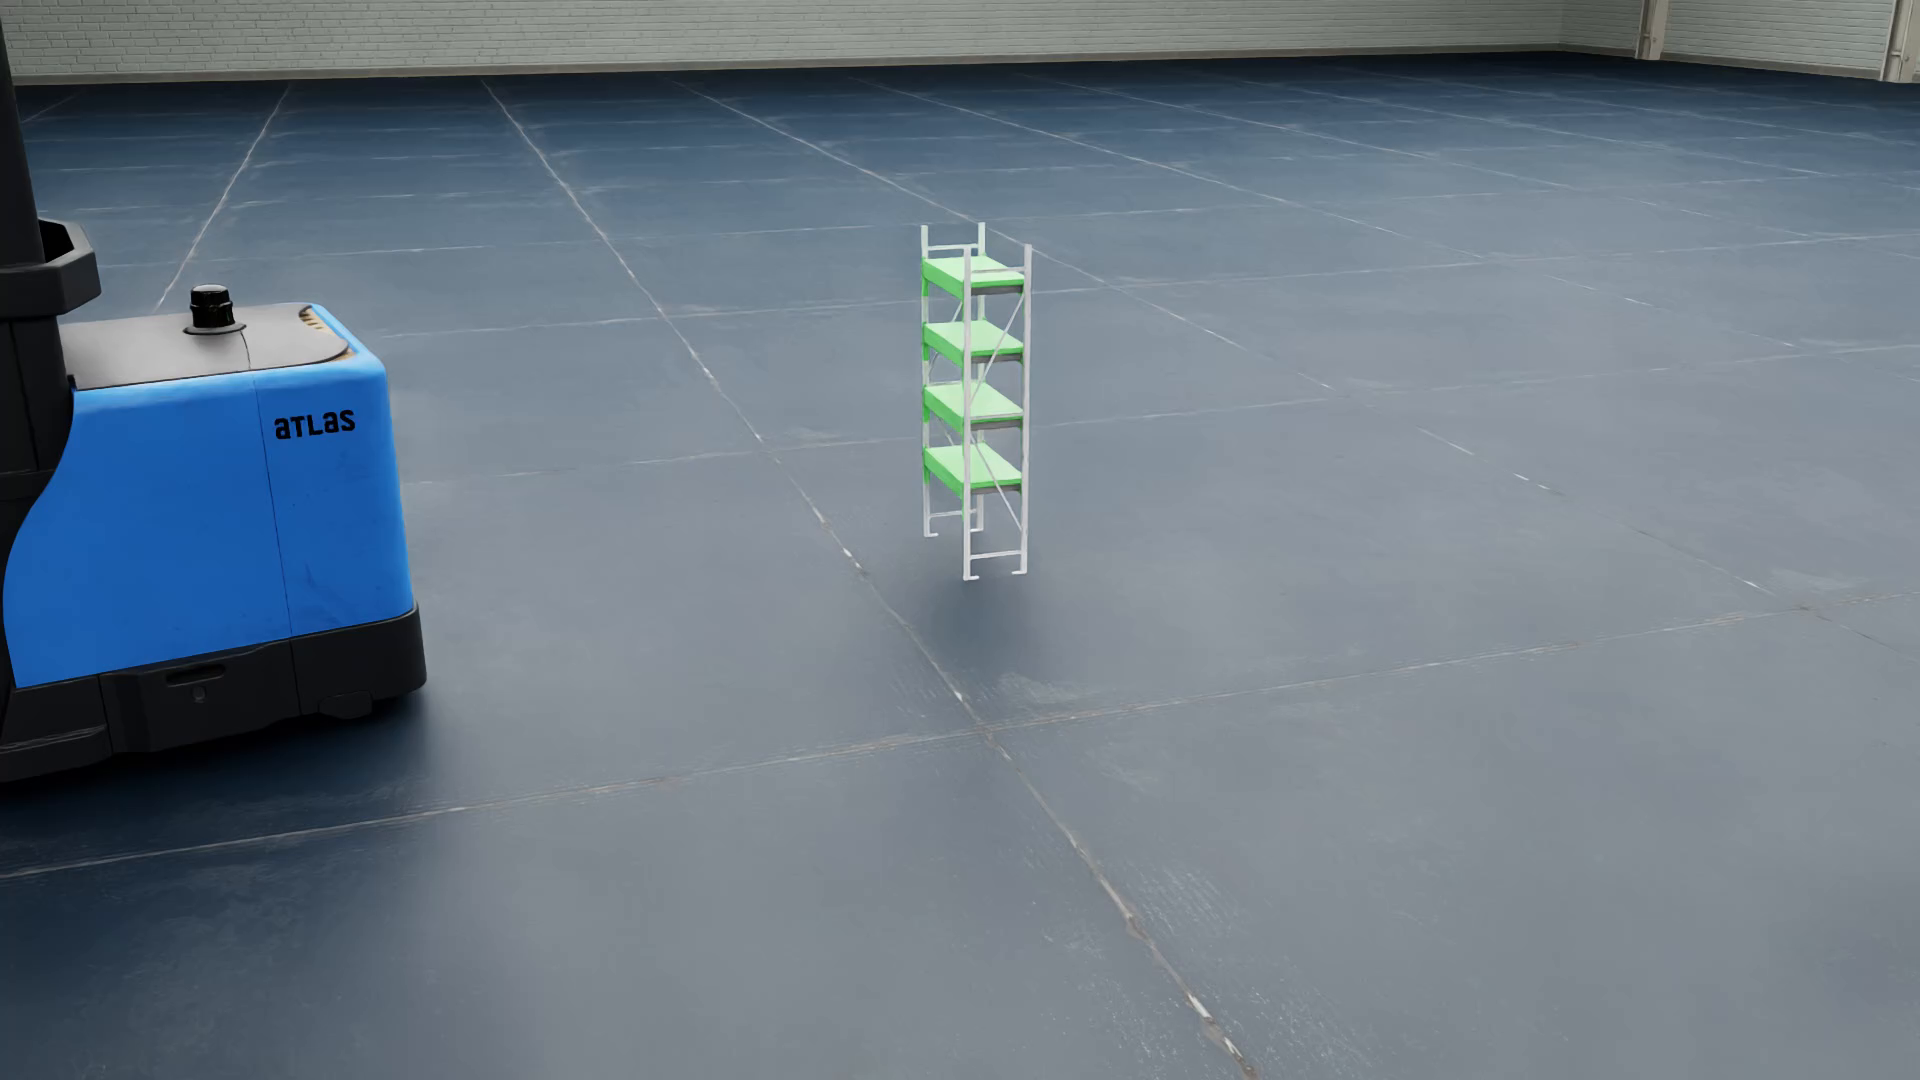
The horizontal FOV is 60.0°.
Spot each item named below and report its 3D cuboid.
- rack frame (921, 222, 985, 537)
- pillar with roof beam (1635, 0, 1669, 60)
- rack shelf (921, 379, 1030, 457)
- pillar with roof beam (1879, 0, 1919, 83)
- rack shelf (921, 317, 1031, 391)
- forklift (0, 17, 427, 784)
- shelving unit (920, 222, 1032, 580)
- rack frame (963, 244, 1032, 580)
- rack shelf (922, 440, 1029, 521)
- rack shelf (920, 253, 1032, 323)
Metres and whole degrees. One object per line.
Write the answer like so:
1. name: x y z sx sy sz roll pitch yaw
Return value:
1. rack frame: -0.025 -0.590 6.284 0.240 1.200 0.015 -6 21 -17
2. pillar with roof beam: 9.507 -13.279 30.074 9.100 9.000 0.400 -6 21 -17
3. rack shelf: 0.052 -0.451 6.087 0.258 0.148 0.480 -6 21 -17
4. pillar with roof beam: 11.392 -11.354 24.714 9.100 9.000 0.400 -6 21 -17
5. rack shelf: 0.052 -0.677 6.006 0.258 0.148 0.480 -6 21 -17
6. forklift: -3.144 -0.766 4.213 3.031 2.935 1.130 -11 23 -28
7. shelving unit: 0.052 -0.512 6.066 0.258 1.200 0.503 -6 21 -17
8. rack frame: 0.129 -0.433 5.848 0.240 1.200 0.015 -6 21 -17
9. rack shelf: 0.052 -0.226 6.169 0.258 0.148 0.480 -6 21 -17
10. rack shelf: 0.052 -0.903 5.925 0.258 0.148 0.480 -6 21 -17
